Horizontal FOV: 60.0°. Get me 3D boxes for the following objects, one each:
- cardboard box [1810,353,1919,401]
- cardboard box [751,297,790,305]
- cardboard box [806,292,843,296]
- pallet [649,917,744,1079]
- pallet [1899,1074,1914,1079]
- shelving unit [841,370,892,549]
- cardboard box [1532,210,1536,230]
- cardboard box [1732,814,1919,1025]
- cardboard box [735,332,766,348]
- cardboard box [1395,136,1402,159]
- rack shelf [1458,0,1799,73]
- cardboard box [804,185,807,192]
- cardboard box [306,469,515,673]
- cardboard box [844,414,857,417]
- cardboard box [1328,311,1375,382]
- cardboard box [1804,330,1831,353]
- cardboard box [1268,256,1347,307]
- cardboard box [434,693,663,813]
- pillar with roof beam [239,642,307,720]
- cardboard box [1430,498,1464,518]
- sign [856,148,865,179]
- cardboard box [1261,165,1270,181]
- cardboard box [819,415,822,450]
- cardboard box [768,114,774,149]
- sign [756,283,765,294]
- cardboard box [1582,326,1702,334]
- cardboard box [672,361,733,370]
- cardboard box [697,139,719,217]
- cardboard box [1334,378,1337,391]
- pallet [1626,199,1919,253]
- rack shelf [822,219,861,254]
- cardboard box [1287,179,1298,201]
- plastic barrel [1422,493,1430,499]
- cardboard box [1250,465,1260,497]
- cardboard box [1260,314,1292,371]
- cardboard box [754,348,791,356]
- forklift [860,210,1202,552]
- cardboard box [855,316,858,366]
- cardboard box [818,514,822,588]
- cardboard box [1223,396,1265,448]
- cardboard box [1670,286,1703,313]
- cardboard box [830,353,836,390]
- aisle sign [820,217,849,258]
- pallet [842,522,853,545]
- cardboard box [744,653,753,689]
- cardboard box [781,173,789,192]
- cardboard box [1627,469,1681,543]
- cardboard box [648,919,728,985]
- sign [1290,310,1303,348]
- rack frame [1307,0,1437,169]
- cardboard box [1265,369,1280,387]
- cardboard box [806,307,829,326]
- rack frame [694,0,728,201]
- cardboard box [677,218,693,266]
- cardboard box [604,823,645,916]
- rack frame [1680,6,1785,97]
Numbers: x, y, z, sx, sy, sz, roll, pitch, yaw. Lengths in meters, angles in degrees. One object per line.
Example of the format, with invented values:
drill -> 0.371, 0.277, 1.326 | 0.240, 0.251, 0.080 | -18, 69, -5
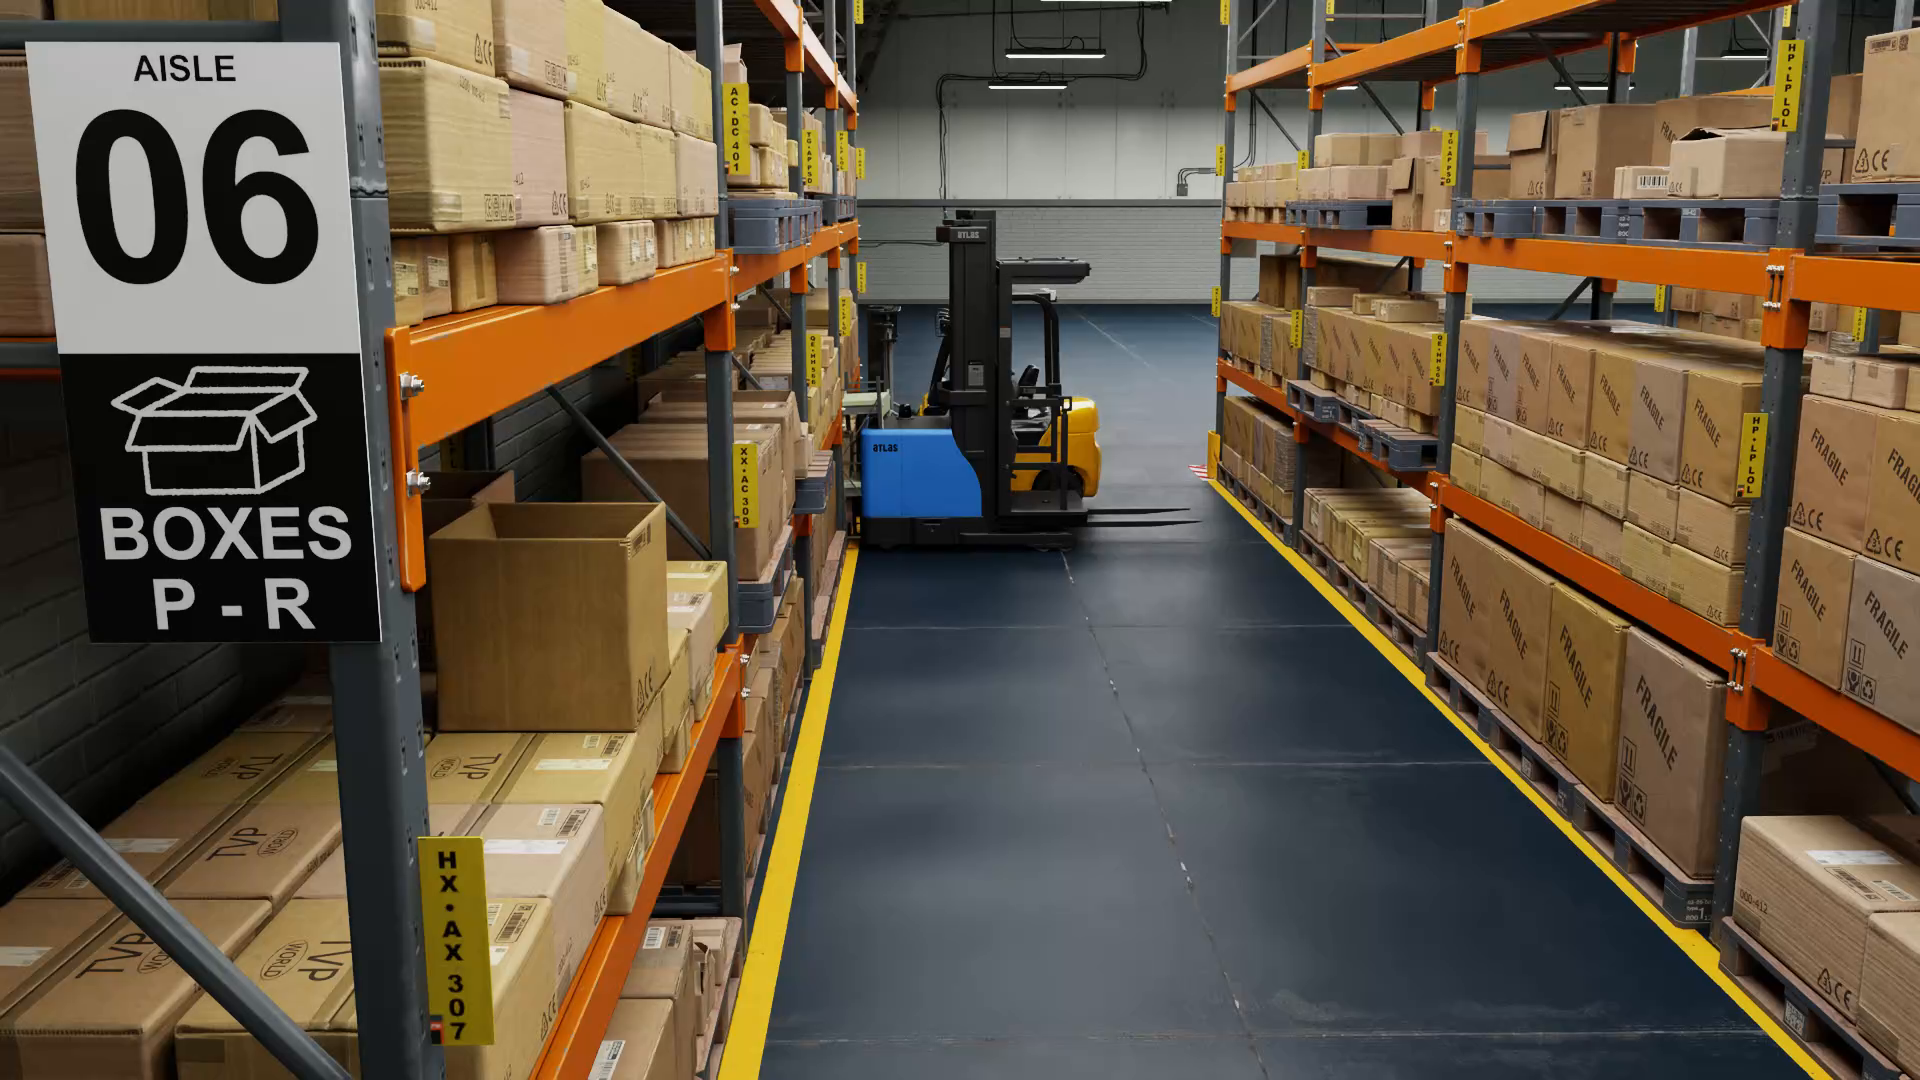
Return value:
cardboard box -> 3.345, -0.594, 6.044 | 0.380, 0.149, 0.250 | 0, 11, -2
cardboard box -> -1.807, -2.250, 15.974 | 0.380, 0.149, 0.250 | 0, 11, 0
cardboard box -> -1.396, -2.457, 16.993 | 0.380, 0.149, 0.250 | 0, 11, -1
pallet -> -1.352, 1.724, 6.033 | 1.003, 0.211, 1.213 | 0, 11, -1
pallet -> 3.563, 1.960, 4.865 | 1.003, 0.211, 1.213 | 0, 11, -1
shelving unit -> -0.836, -0.729, 14.809 | 0.431, 1.500, 0.755 | -2, 10, 3
cardboard box -> 3.678, -2.006, 10.491 | 0.380, 0.149, 0.250 | 0, 11, -1
cardboard box -> 3.503, 1.374, 6.128 | 0.875, 0.438, 0.875 | 0, 11, -2
cardboard box -> -1.785, -1.613, 13.580 | 0.380, 0.149, 0.250 | -1, 11, -3
cardboard box -> 3.572, -3.124, 13.431 | 0.500, 0.250, 0.500 | 0, 11, 0
rack shelf -> 3.556, -2.590, 8.007 | 1.077, 0.370, 4.000 | 0, 11, -1
cardboard box -> -1.151, -2.256, 10.369 | 0.380, 0.166, 0.250 | 0, 11, -1
cardboard box -> -1.600, 0.078, 4.875 | 0.500, 0.500, 0.500 | -1, 11, -3
cardboard box -> -1.252, -1.121, 16.383 | 0.500, 0.250, 0.500 | 0, 11, -2
cardboard box -> 3.163, -1.499, 12.849 | 0.500, 0.500, 0.500 | 0, 11, -1
cardboard box -> 8.325, -1.687, 15.455 | 0.875, 0.550, 0.550 | 0, 11, -1
cardboard box -> 3.581, -2.670, 17.160 | 0.700, 0.500, 0.500 | 0, 11, -1
cardboard box -> -1.079, 0.549, 4.436 | 0.500, 0.250, 0.500 | -1, 11, -3
pillar with roof beam -> 2.052, -2.595, 5.219 | 9.100, 9.000, 0.400 | 0, 11, -1
cardboard box -> 4.770, -0.386, 15.697 | 0.500, 0.500, 0.500 | 9, 15, 38
sign -> -1.070, -4.030, 17.805 | 0.100, 0.325, 0.005 | 0, 11, -1
cardboard box -> 3.080, -3.499, 15.842 | 0.380, 0.149, 0.250 | 0, 11, 0
cardboard box -> -1.236, -0.793, 11.800 | 0.500, 0.250, 0.500 | -1, 11, -3
cardboard box -> -0.972, -1.692, 6.885 | 0.380, 0.149, 0.250 | 0, 11, -2
sign -> -2.168, -2.627, 18.087 | 0.100, 0.325, 0.005 | 0, 11, -1
cardboard box -> 3.806, -0.931, 9.339 | 0.500, 0.500, 0.500 | 0, 11, 0
cardboard box -> -1.718, -1.109, 11.097 | 0.380, 0.149, 0.250 | 0, 11, -1
cardboard box -> -1.105, -1.227, 5.648 | 0.500, 0.250, 0.500 | 0, 11, -1
cardboard box -> 3.206, -1.257, 13.286 | 0.380, 0.149, 0.250 | 1, 11, 2
pallet -> 3.529, -1.359, 7.151 | 0.805, 0.209, 1.217 | -1, 11, -3
rack shelf -> -1.572, -2.885, 16.000 | 1.077, 0.370, 4.000 | 0, 11, -1
cardboard box -> 3.154, -3.020, 14.487 | 0.500, 0.250, 0.500 | 0, 11, -2
plastic barrel -> 4.906, -0.519, 16.554 | 0.512, 0.421, 0.421 | 9, 15, 38
cardboard box -> 3.124, -0.573, 16.197 | 0.500, 0.250, 0.500 | 0, 11, 0
cardboard box -> 3.142, -1.879, 15.775 | 0.500, 0.500, 0.500 | 0, 11, 0
cardboard box -> -1.299, -1.314, 12.109 | 0.380, 0.149, 0.250 | 0, 11, -1
forklift -> 0.624, -1.440, 14.787 | 3.031, 2.935, 1.130 | 0, 11, -2
cardboard box -> -1.340, -2.117, 17.700 | 0.500, 0.500, 0.500 | 0, 11, -2
cardboard box -> -1.482, -0.005, 12.453 | 0.875, 0.625, 0.625 | -1, 11, -4
cardboard box -> 3.091, -1.246, 17.628 | 0.500, 0.500, 0.500 | -1, 11, -3
cardboard box -> 8.265, -2.755, 18.003 | 0.875, 0.550, 0.550 | 0, 11, -1
cardboard box -> -1.247, -1.343, 13.252 | 0.500, 0.250, 0.500 | -1, 11, -3
aisle sign -> -1.321, -3.453, 17.998 | 0.394, 0.787, 0.004 | 0, 11, -1
pallet -> -1.505, -0.162, 15.324 | 1.003, 0.211, 1.213 | 0, 11, -1
cardboard box -> -1.193, 0.639, 7.963 | 0.380, 0.149, 0.250 | 0, 11, -1
cardboard box -> -1.200, -2.097, 9.682 | 0.380, 0.149, 0.250 | 0, 11, 0
cardboard box -> 3.328, -0.158, 7.415 | 0.500, 0.250, 0.500 | 0, 11, 0
cardboard box -> -1.060, 1.521, 6.130 | 0.380, 0.149, 0.250 | -1, 11, -3
sign -> 2.890, -1.812, 14.267 | 0.100, 0.325, 0.005 | 0, 11, -1
rack frame -> 3.432, -4.331, 13.775 | 1.000, 3.000, 0.127 | 0, 11, -1
cardboard box -> 3.097, -1.533, 15.701 | 0.380, 0.149, 0.250 | 0, 11, -2
cardboard box -> -1.240, -1.947, 14.481 | 0.380, 0.149, 0.250 | 0, 11, 0
rack frame -> -1.365, -2.720, 5.832 | 1.000, 3.000, 0.127 | 0, 11, -1
cardboard box -> -1.064, -0.954, 5.306 | 0.380, 0.149, 0.250 | 0, 11, 1
cardboard box -> -0.992, 0.816, 4.125 | 0.380, 0.149, 0.250 | -1, 11, -3
rack frame -> 8.296, -5.167, 17.893 | 1.000, 3.000, 0.127 | 0, 11, -1
